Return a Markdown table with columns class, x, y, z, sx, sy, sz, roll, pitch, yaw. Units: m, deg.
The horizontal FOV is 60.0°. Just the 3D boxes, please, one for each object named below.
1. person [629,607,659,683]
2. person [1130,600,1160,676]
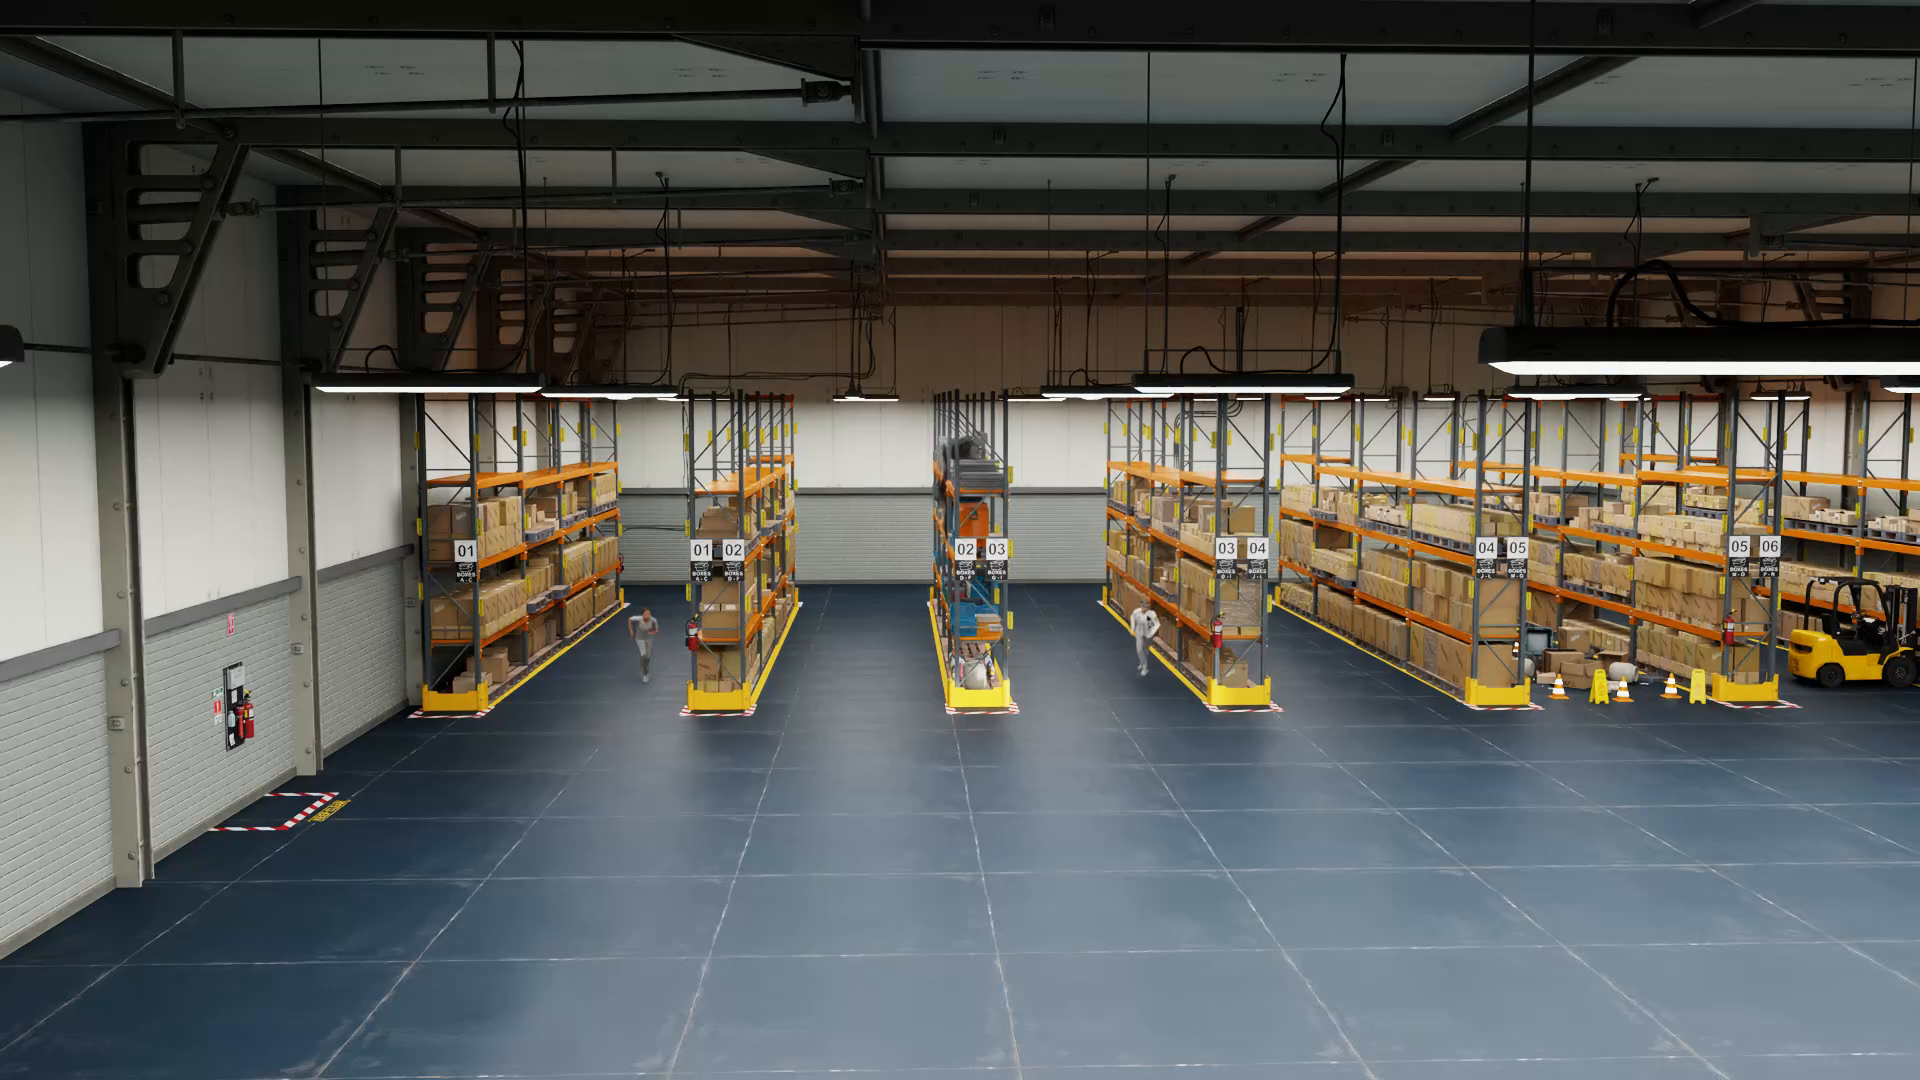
| class | x | y | z | sx | sy | sz | roll | pitch | yaw |
| --- | --- | --- | --- | --- | --- | --- | --- | --- | --- |
| person | -6.560 | 2.151 | 34.490 | 0.611 | 1.604 | 0.952 | -1 | 5 | -17 |
| person | 3.761 | 1.941 | 33.778 | 0.610 | 1.544 | 0.956 | 1 | 5 | 9 |
